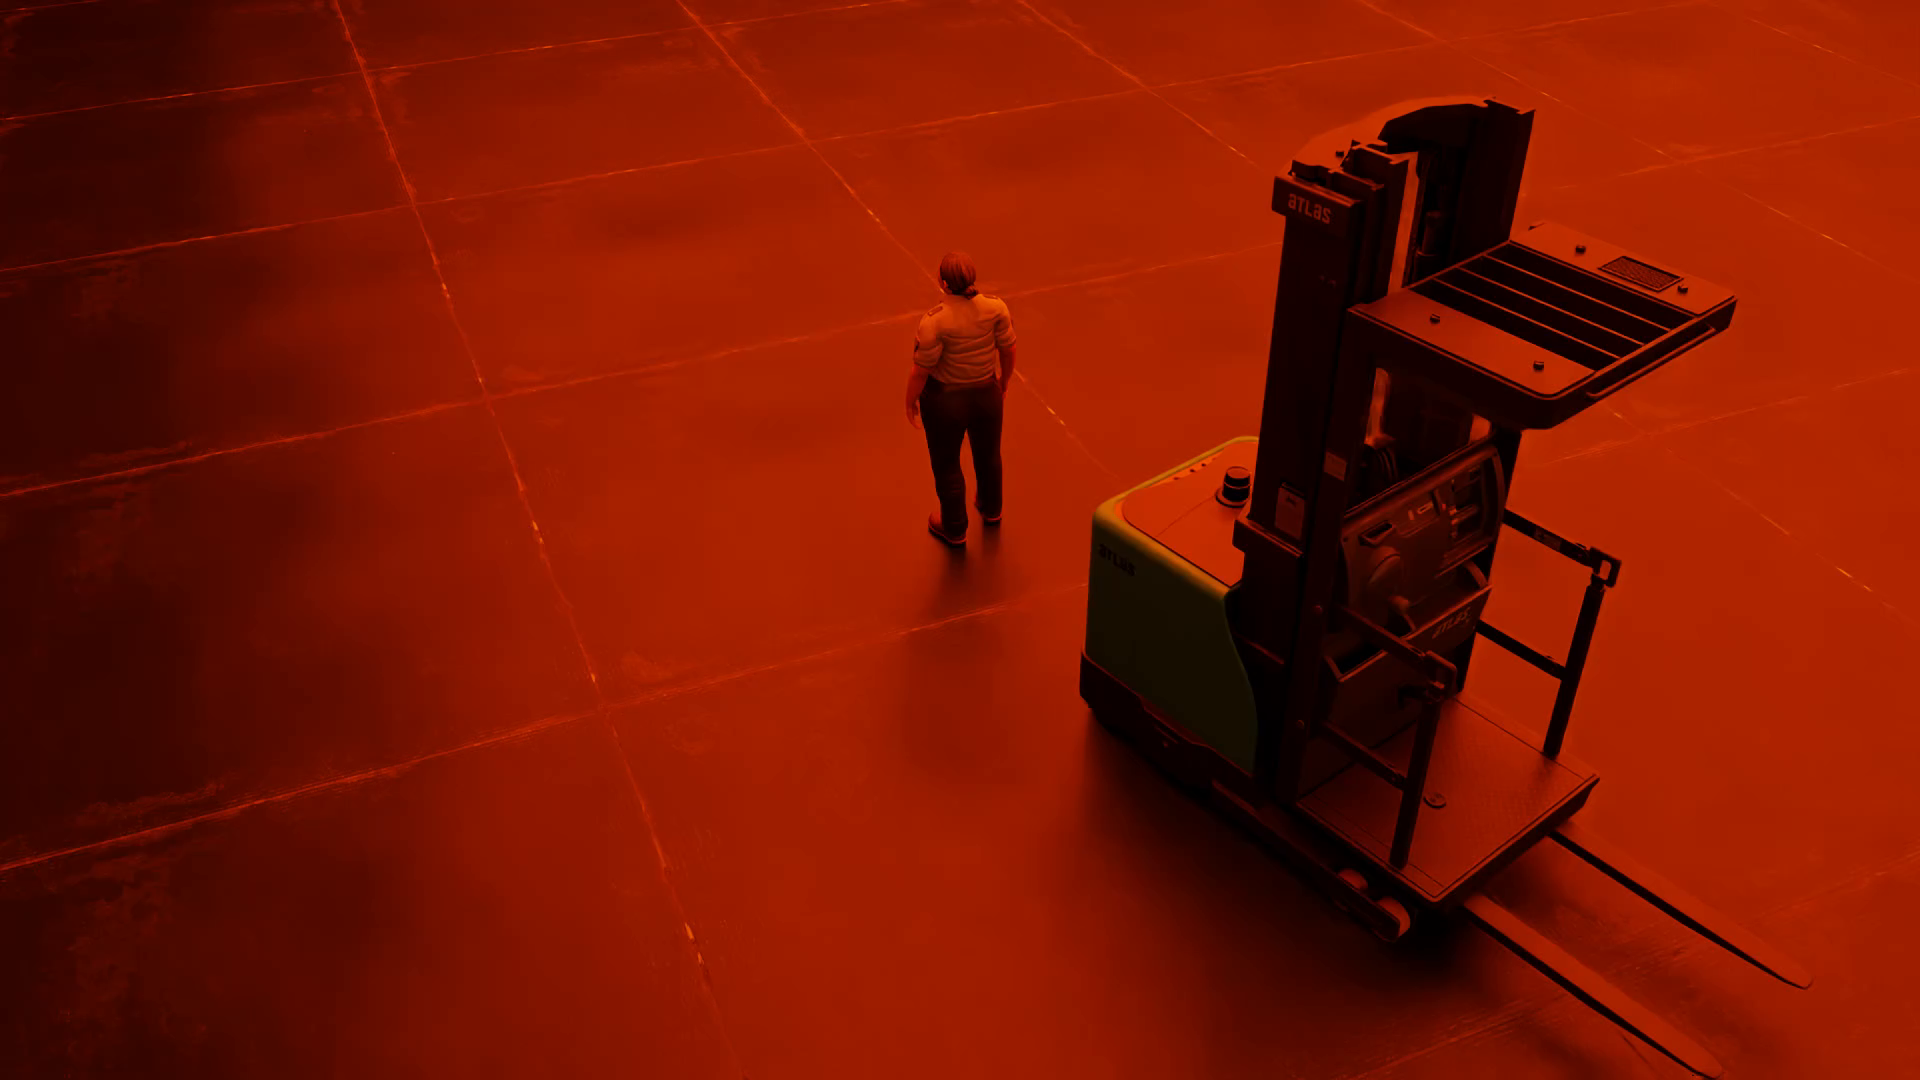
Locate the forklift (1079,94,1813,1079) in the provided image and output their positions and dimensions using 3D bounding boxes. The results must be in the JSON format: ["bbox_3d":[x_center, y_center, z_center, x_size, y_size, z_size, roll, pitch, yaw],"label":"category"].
[{"bbox_3d":[1.864,0.025,6.063,1.130,2.935,3.031,-26,43,-31],"label":"forklift"}]

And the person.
[{"bbox_3d":[-0.014,-0.730,8.220,0.599,1.650,0.503,-14,38,-19],"label":"person"}]
